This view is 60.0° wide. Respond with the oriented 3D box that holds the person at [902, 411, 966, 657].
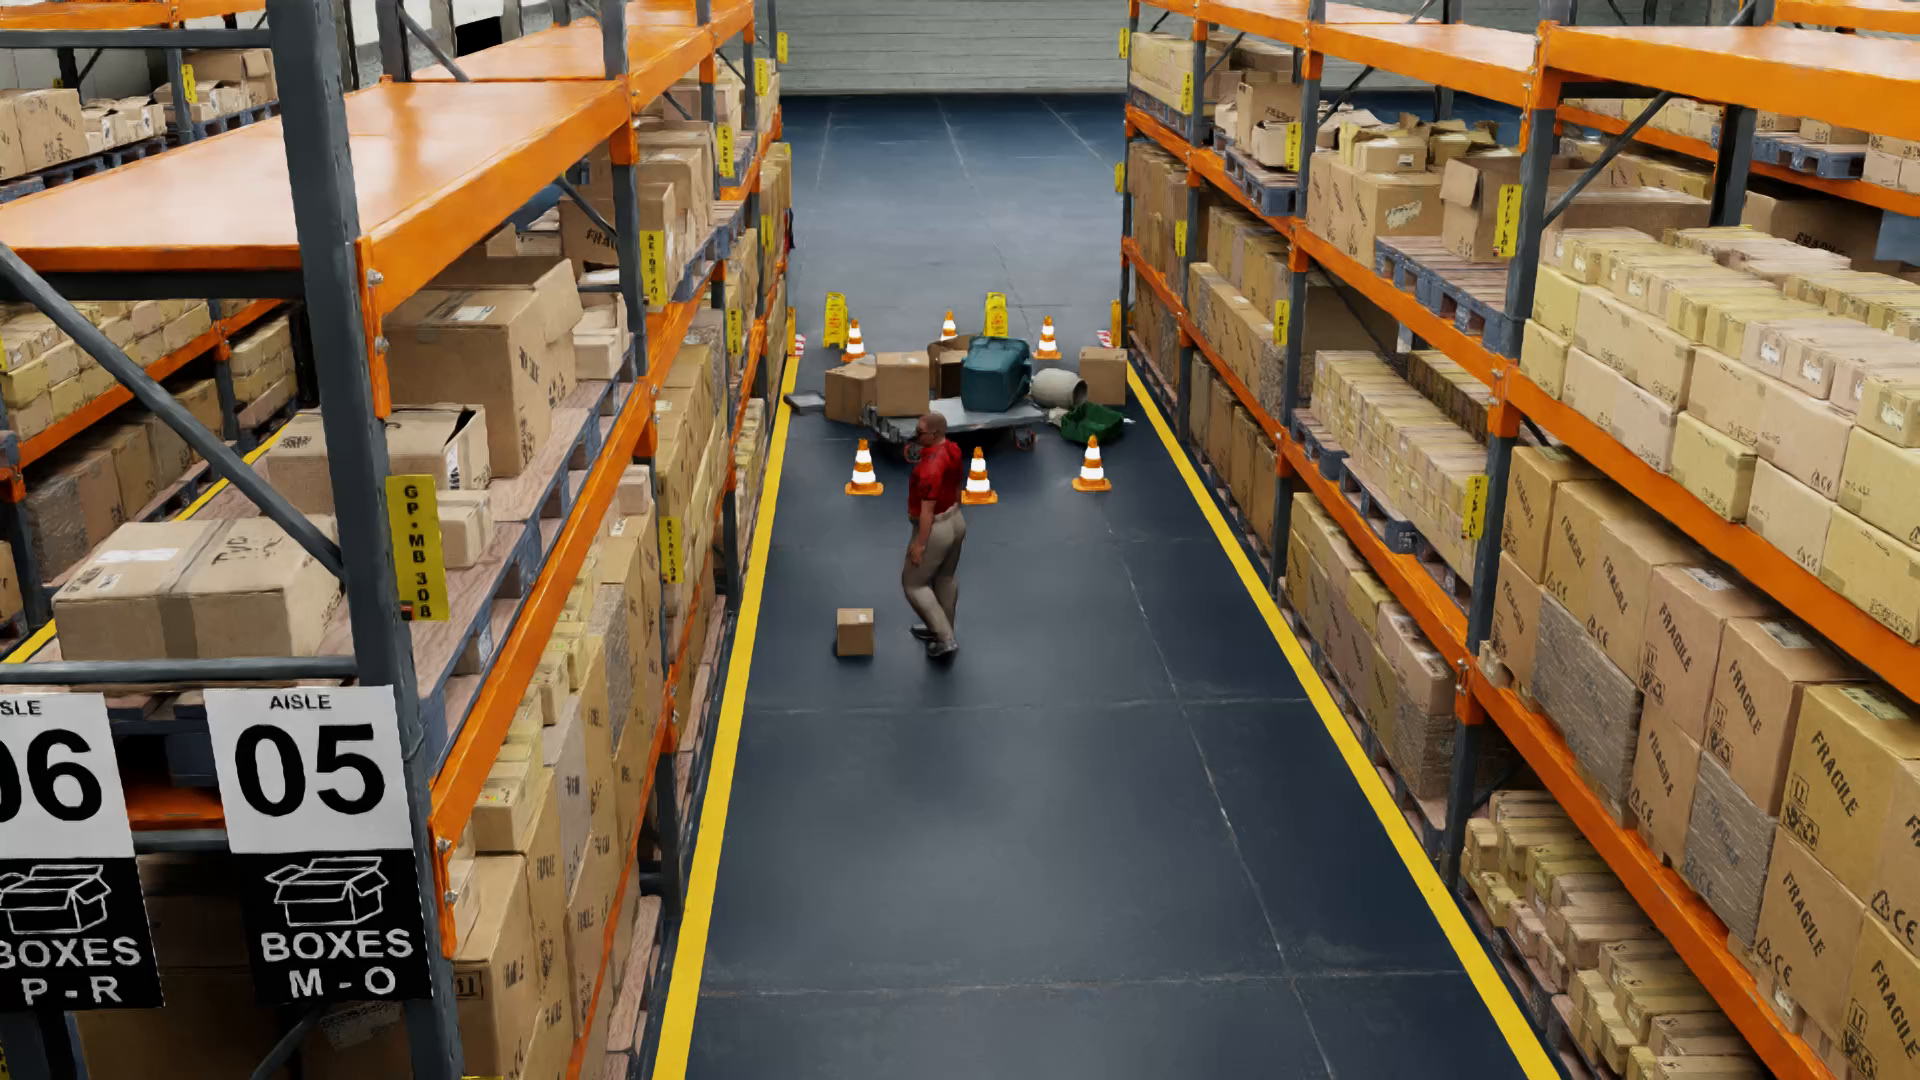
[{"bbox_3d":[-0.178,-0.065,11.274,0.516,1.719,0.603,10,22,24],"label":"person"}]
